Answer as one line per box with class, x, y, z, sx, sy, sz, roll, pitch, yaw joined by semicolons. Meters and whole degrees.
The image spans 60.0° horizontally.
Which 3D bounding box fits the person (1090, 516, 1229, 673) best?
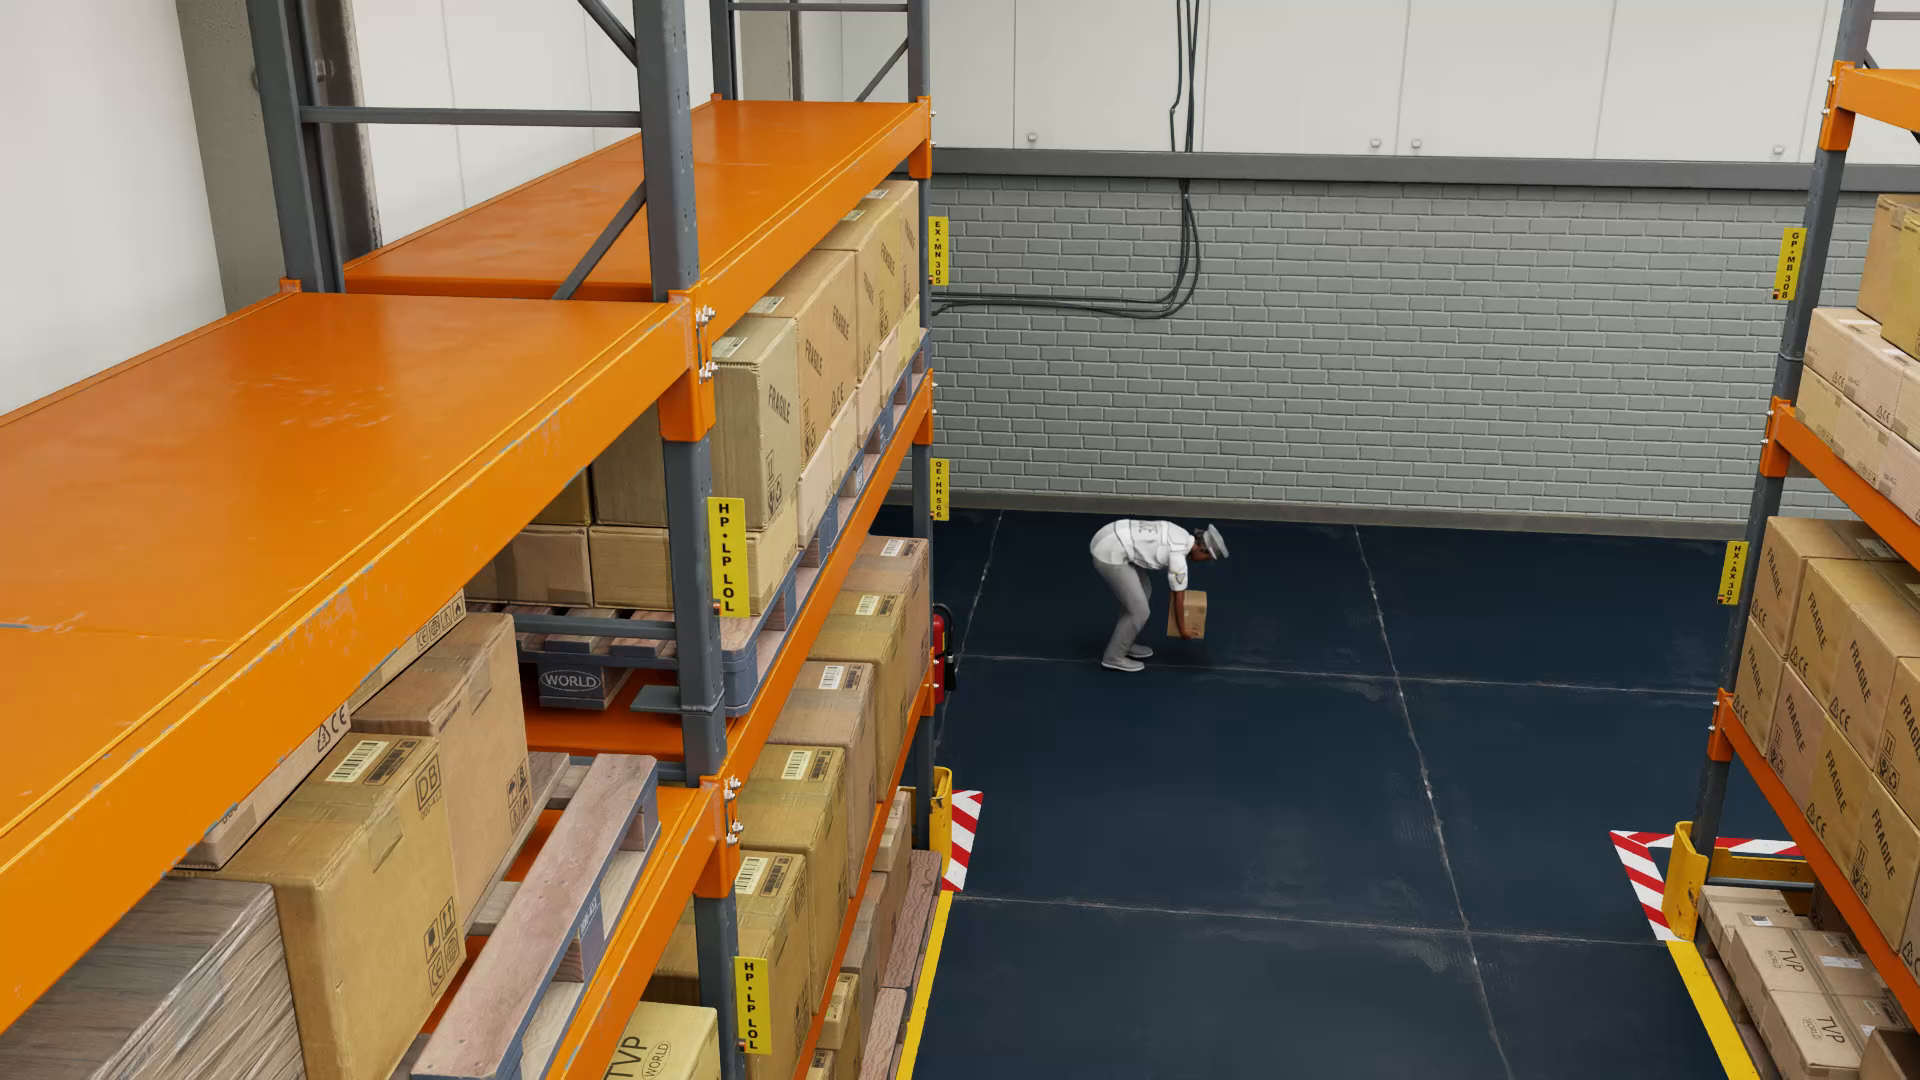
person;1.353;0.370;11.394;0.940;1.041;0.426;2;21;4
